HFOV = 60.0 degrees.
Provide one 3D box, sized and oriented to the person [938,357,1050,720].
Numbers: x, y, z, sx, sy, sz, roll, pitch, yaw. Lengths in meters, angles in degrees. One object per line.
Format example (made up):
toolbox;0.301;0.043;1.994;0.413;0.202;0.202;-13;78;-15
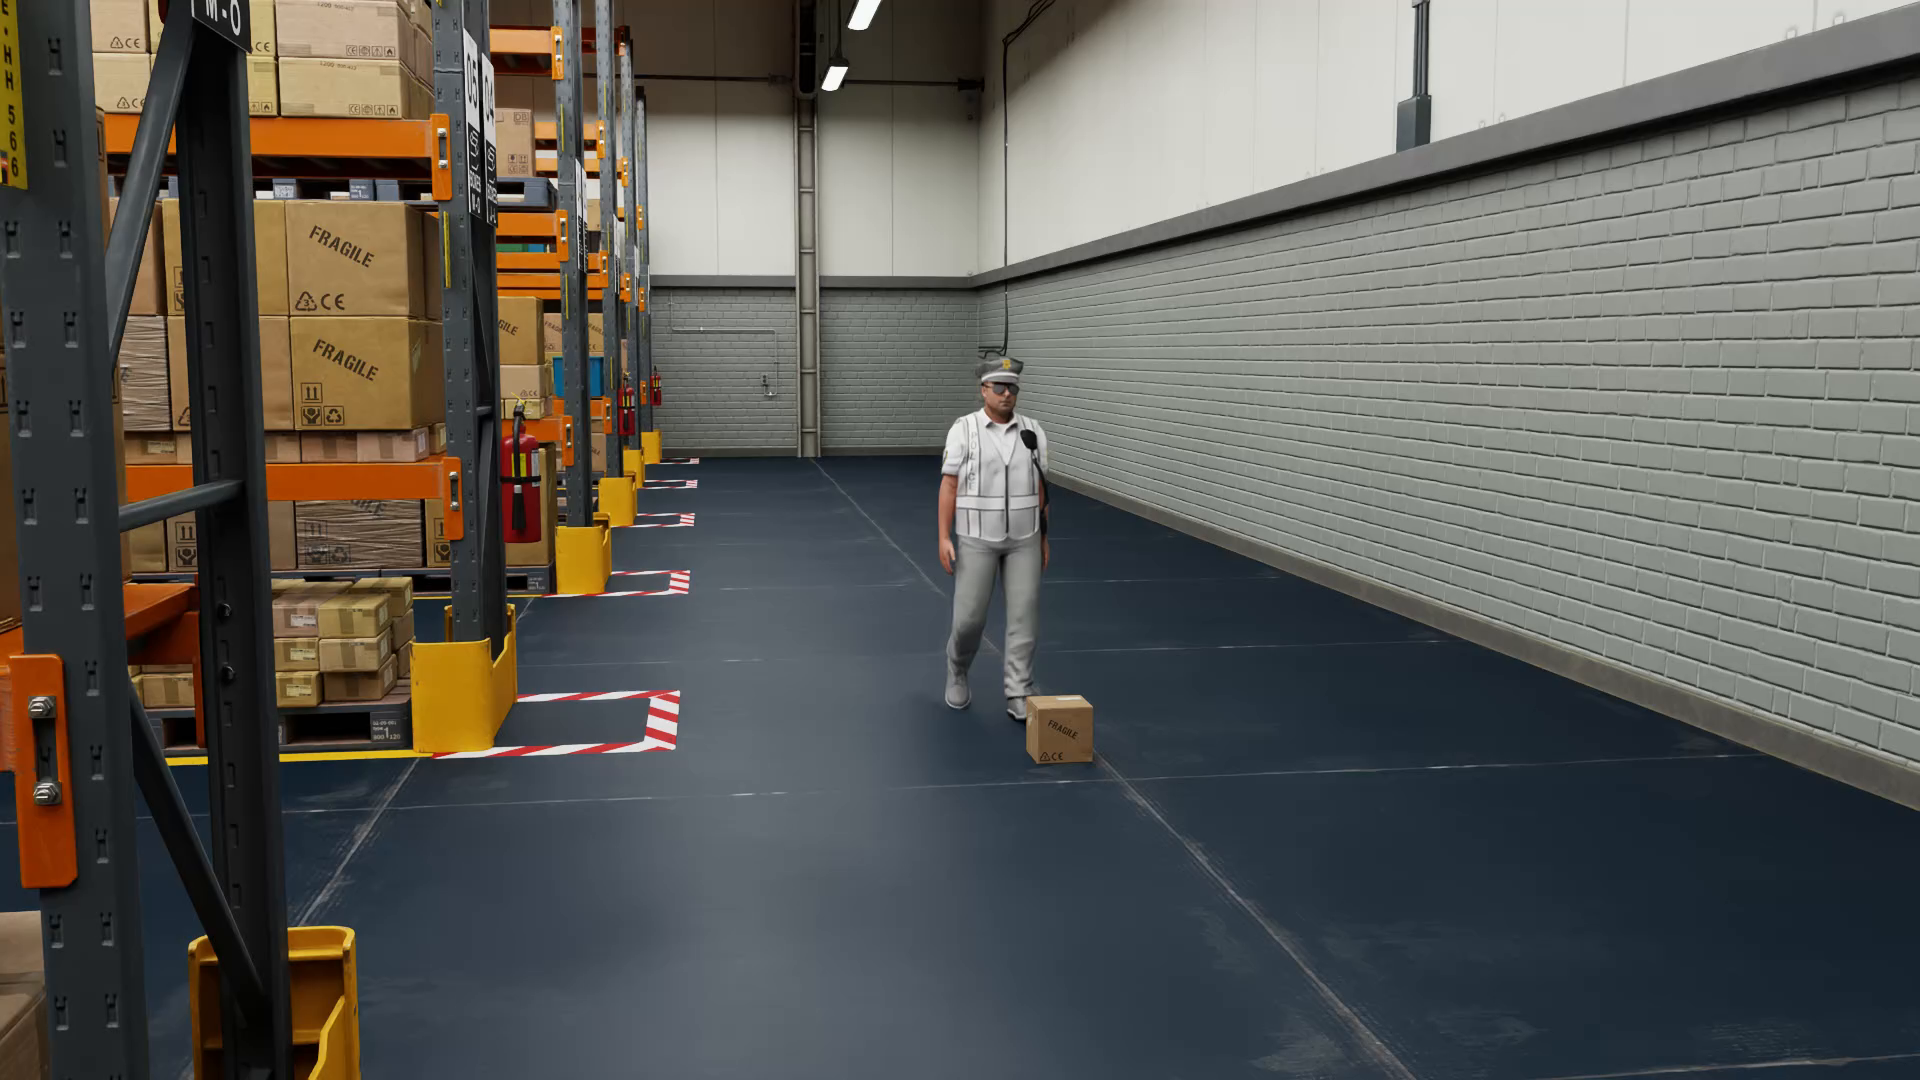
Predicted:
person;0.178;-0.016;8.189;0.569;1.763;0.695;-1;7;-12
